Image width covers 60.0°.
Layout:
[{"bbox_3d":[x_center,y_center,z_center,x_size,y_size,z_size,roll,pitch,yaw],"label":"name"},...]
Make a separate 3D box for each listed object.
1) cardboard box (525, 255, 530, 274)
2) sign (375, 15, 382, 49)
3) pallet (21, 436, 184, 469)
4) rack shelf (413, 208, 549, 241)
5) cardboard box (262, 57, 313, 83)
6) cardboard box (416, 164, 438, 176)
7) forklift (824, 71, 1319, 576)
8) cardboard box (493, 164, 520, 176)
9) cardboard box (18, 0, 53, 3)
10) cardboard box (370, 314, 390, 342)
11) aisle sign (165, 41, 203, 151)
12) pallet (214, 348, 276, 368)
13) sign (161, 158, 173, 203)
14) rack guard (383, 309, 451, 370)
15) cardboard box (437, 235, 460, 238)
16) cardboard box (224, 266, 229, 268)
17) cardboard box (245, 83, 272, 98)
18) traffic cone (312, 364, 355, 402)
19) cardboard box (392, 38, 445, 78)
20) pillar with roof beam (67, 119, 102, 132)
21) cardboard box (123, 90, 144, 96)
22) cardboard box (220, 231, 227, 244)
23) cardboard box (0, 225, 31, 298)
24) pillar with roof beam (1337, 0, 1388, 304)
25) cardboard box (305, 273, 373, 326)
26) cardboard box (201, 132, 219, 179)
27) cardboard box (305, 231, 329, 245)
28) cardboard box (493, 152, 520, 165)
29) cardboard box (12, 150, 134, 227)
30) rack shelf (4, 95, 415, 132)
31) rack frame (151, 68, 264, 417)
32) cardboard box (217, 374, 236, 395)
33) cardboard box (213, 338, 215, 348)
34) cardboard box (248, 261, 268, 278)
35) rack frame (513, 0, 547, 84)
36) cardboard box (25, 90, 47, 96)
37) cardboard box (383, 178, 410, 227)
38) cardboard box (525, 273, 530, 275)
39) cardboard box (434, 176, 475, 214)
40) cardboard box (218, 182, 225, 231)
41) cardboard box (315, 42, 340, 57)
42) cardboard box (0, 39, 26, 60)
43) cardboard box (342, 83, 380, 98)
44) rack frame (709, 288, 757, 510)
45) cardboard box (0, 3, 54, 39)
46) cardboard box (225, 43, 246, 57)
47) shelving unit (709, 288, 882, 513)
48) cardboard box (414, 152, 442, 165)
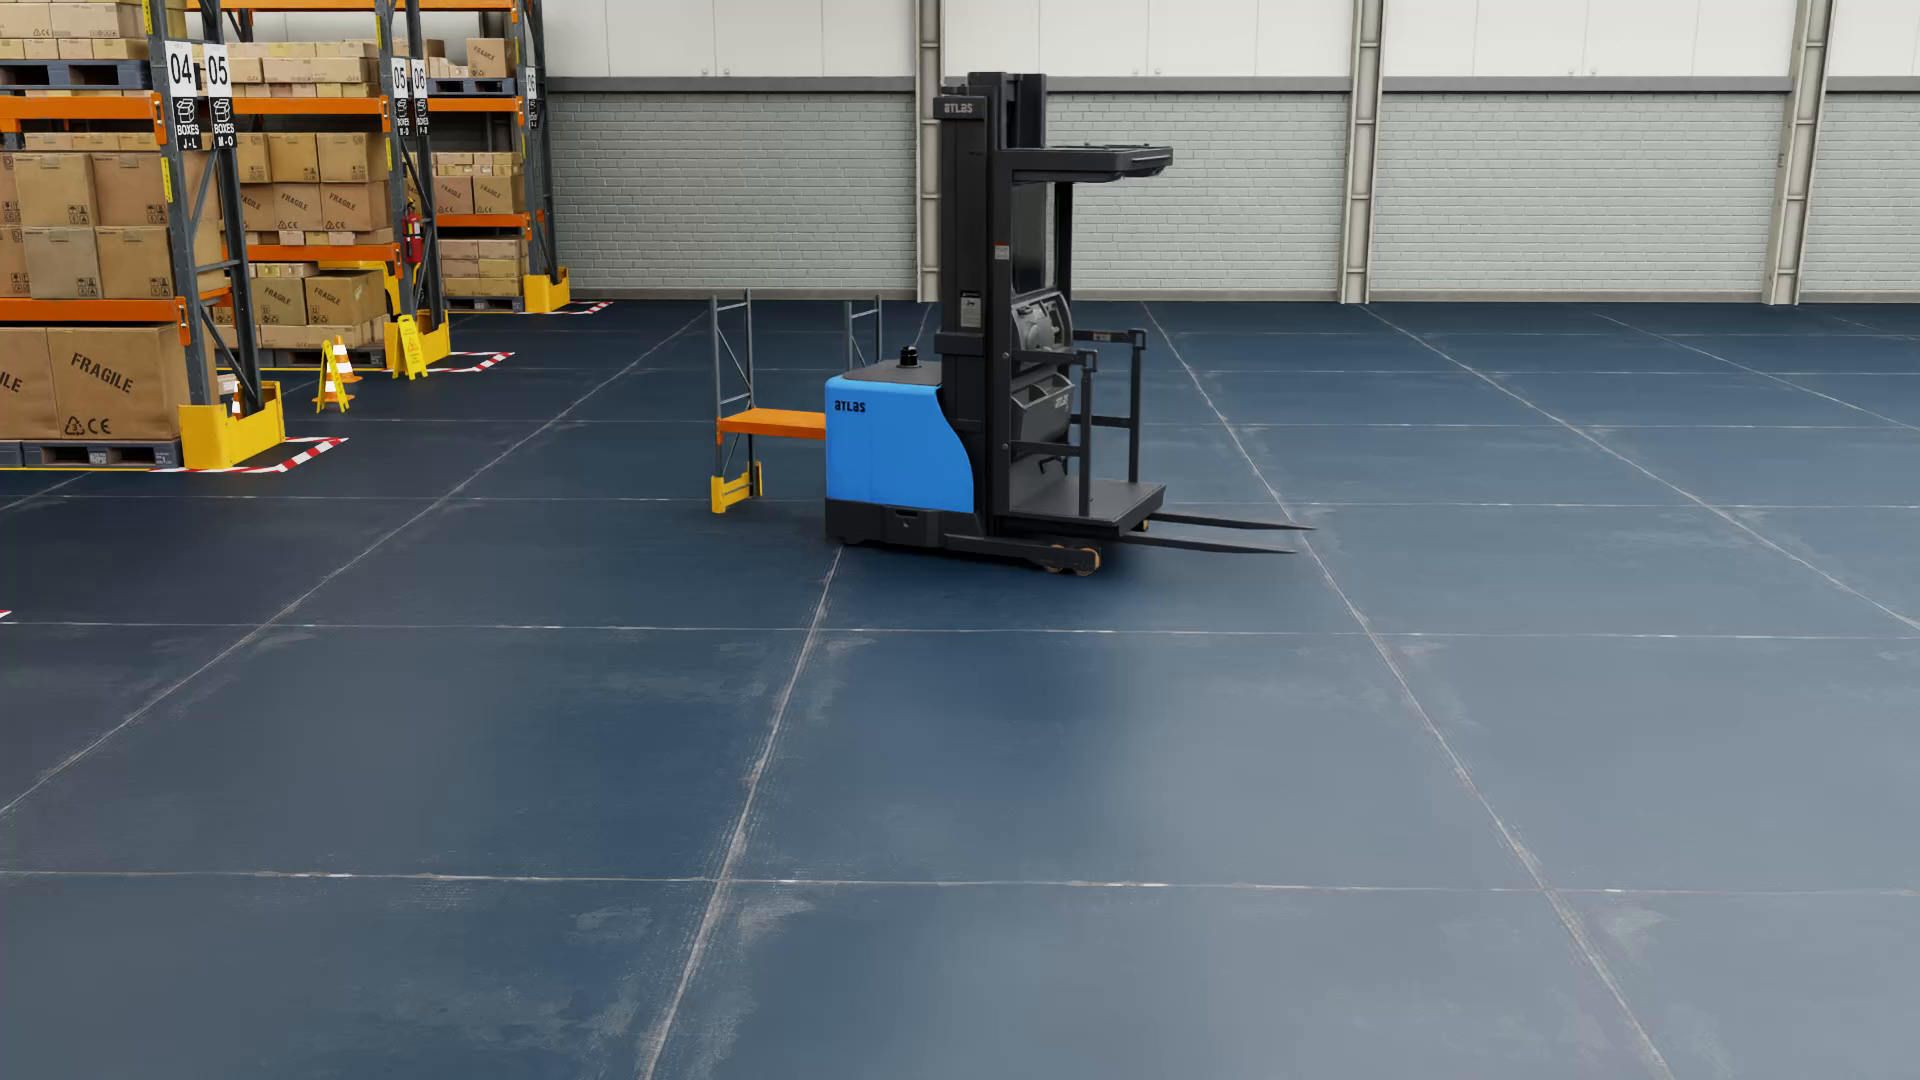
[{"bbox_3d":[-6.201,-3.848,23.132,0.500,0.250,0.500,1,15,2],"label":"cardboard box"},{"bbox_3d":[-5.894,-5.148,16.856,0.005,0.325,0.100,0,15,1],"label":"sign"},{"bbox_3d":[-6.687,-0.785,13.400,1.213,0.211,1.003,0,15,1],"label":"pallet"},{"bbox_3d":[-7.736,-4.342,22.827,4.000,0.370,1.077,0,15,1],"label":"rack shelf"},{"bbox_3d":[-6.881,-4.874,17.265,0.500,0.250,0.500,0,15,1],"label":"cardboard box"},{"bbox_3d":[-7.120,-4.975,22.349,0.250,0.149,0.380,0,15,0],"label":"cardboard box"},{"bbox_3d":[0.694,-1.357,10.237,3.031,2.935,1.130,6,16,22],"label":"forklift"},{"bbox_3d":[-6.091,-4.969,22.328,0.250,0.149,0.380,1,15,2],"label":"cardboard box"},{"bbox_3d":[-6.736,-4.033,12.276,0.250,0.149,0.380,1,15,2],"label":"cardboard box"},{"bbox_3d":[-6.659,-2.360,18.472,0.500,0.250,0.500,0,15,1],"label":"cardboard box"},{"bbox_3d":[-5.822,-3.328,12.477,0.004,0.787,0.394,0,15,1],"label":"aisle sign"},{"bbox_3d":[-7.963,-2.086,18.332,1.213,0.211,1.003,0,15,1],"label":"pallet"},{"bbox_3d":[-5.913,-2.684,12.398,0.005,0.325,0.100,0,15,1],"label":"sign"},{"bbox_3d":[-5.936,-2.203,18.208,0.348,0.500,1.175,0,15,1],"label":"rack guard"},{"bbox_3d":[-7.212,-4.093,23.082,0.500,0.250,0.500,0,15,1],"label":"cardboard box"},{"bbox_3d":[-10.257,-3.758,23.036,0.625,0.625,0.875,1,15,4],"label":"cardboard box"},{"bbox_3d":[-7.240,-4.682,17.320,0.250,0.149,0.380,0,15,1],"label":"cardboard box"},{"bbox_3d":[-6.011,-1.573,15.894,0.334,0.463,0.336,0,15,1],"label":"traffic cone"},{"bbox_3d":[-7.207,-6.400,22.121,0.500,0.500,0.700,0,15,2],"label":"cardboard box"},{"bbox_3d":[-12.518,-6.753,18.796,0.400,9.000,9.100,0,15,1],"label":"pillar with roof beam"},{"bbox_3d":[-8.526,-4.695,17.369,0.250,0.149,0.380,0,15,0],"label":"cardboard box"},{"bbox_3d":[-7.767,-3.252,17.779,0.250,0.149,0.380,0,15,1],"label":"cardboard box"},{"bbox_3d":[-7.364,-2.245,13.174,0.550,0.550,0.875,0,15,1],"label":"cardboard box"},{"bbox_3d":[5.476,-6.636,18.351,0.400,9.000,9.100,0,15,1],"label":"pillar with roof beam"},{"bbox_3d":[-6.667,-2.586,17.857,0.500,0.500,0.500,0,15,2],"label":"cardboard box"},{"bbox_3d":[-7.889,-4.055,17.590,0.500,0.500,0.700,0,15,1],"label":"cardboard box"},{"bbox_3d":[-6.751,-3.218,17.648,0.250,0.149,0.380,0,15,0],"label":"cardboard box"},{"bbox_3d":[-6.100,-5.131,22.357,0.250,0.149,0.380,0,15,2],"label":"cardboard box"},{"bbox_3d":[-6.807,-2.735,12.915,0.550,0.550,0.875,0,15,1],"label":"cardboard box"},{"bbox_3d":[-7.859,-4.526,17.646,4.000,0.370,1.077,0,15,1],"label":"rack shelf"},{"bbox_3d":[-5.885,-2.148,13.101,0.127,3.000,1.000,0,15,1],"label":"rack frame"},{"bbox_3d":[-7.221,-1.526,16.331,0.250,0.149,0.380,9,17,30],"label":"cardboard box"},{"bbox_3d":[-8.211,-2.234,17.995,0.500,0.250,0.500,0,15,1],"label":"cardboard box"},{"bbox_3d":[-7.551,-2.889,17.736,0.250,0.149,0.380,1,15,4],"label":"cardboard box"},{"bbox_3d":[-5.737,-7.577,21.920,0.127,3.000,1.000,0,15,1],"label":"rack frame"},{"bbox_3d":[-9.550,-4.700,17.389,0.250,0.149,0.380,0,15,1],"label":"cardboard box"},{"bbox_3d":[-6.326,-3.677,18.117,0.500,0.500,0.500,0,15,1],"label":"cardboard box"},{"bbox_3d":[-6.223,-3.603,23.184,0.500,0.250,0.500,0,15,2],"label":"cardboard box"},{"bbox_3d":[-6.754,-4.667,22.453,0.500,0.500,0.500,1,15,3],"label":"cardboard box"},{"bbox_3d":[-7.916,-3.553,17.647,0.500,0.500,0.500,1,15,2],"label":"cardboard box"},{"bbox_3d":[-6.462,-5.064,17.202,0.250,0.149,0.380,1,15,2],"label":"cardboard box"},{"bbox_3d":[-6.988,-3.649,12.384,0.250,0.149,0.380,1,15,2],"label":"cardboard box"},{"bbox_3d":[-6.224,-4.671,17.276,0.250,0.149,0.380,0,15,2],"label":"cardboard box"},{"bbox_3d":[-1.582,-0.984,11.628,0.032,1.500,0.500,6,16,22],"label":"rack frame"},{"bbox_3d":[-6.882,-3.856,12.388,0.500,0.250,0.500,0,15,2],"label":"cardboard box"},{"bbox_3d":[-7.475,-5.087,17.291,0.250,0.149,0.380,0,15,0],"label":"cardboard box"},{"bbox_3d":[-1.121,-0.935,11.442,1.083,1.500,0.587,6,16,22],"label":"shelving unit"},{"bbox_3d":[-7.120,-5.113,22.291,0.250,0.149,0.380,1,15,3],"label":"cardboard box"}]
